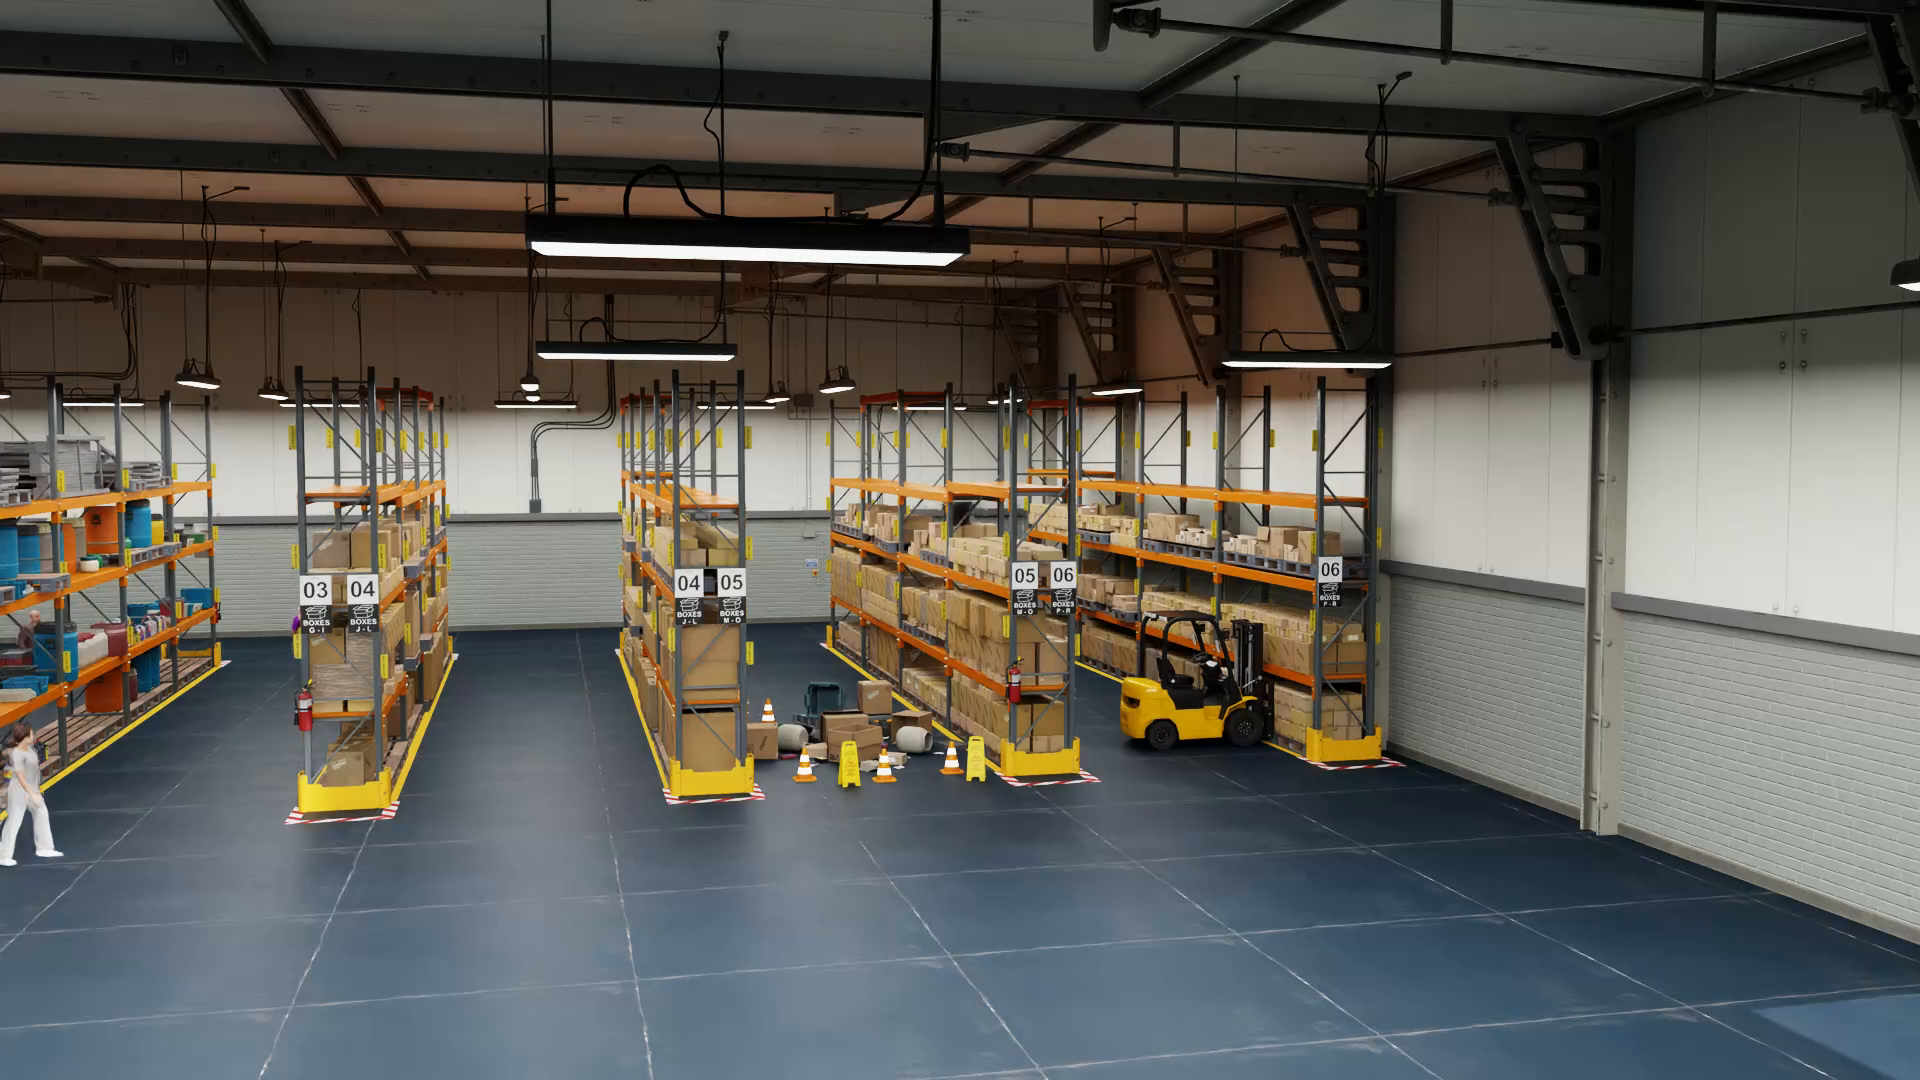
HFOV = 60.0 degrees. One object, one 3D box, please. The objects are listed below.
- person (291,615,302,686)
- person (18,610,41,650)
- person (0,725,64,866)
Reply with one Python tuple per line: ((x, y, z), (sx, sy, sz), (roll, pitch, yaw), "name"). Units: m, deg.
((-13.330, 2.108, 34.095), (0.702, 1.726, 1.031), (-1, 4, -16), "person")
((-17.718, 2.214, 31.840), (0.529, 1.728, 1.047), (-1, 4, -16), "person")
((-11.094, 3.013, 19.759), (0.579, 1.681, 0.595), (0, 3, -5), "person")
